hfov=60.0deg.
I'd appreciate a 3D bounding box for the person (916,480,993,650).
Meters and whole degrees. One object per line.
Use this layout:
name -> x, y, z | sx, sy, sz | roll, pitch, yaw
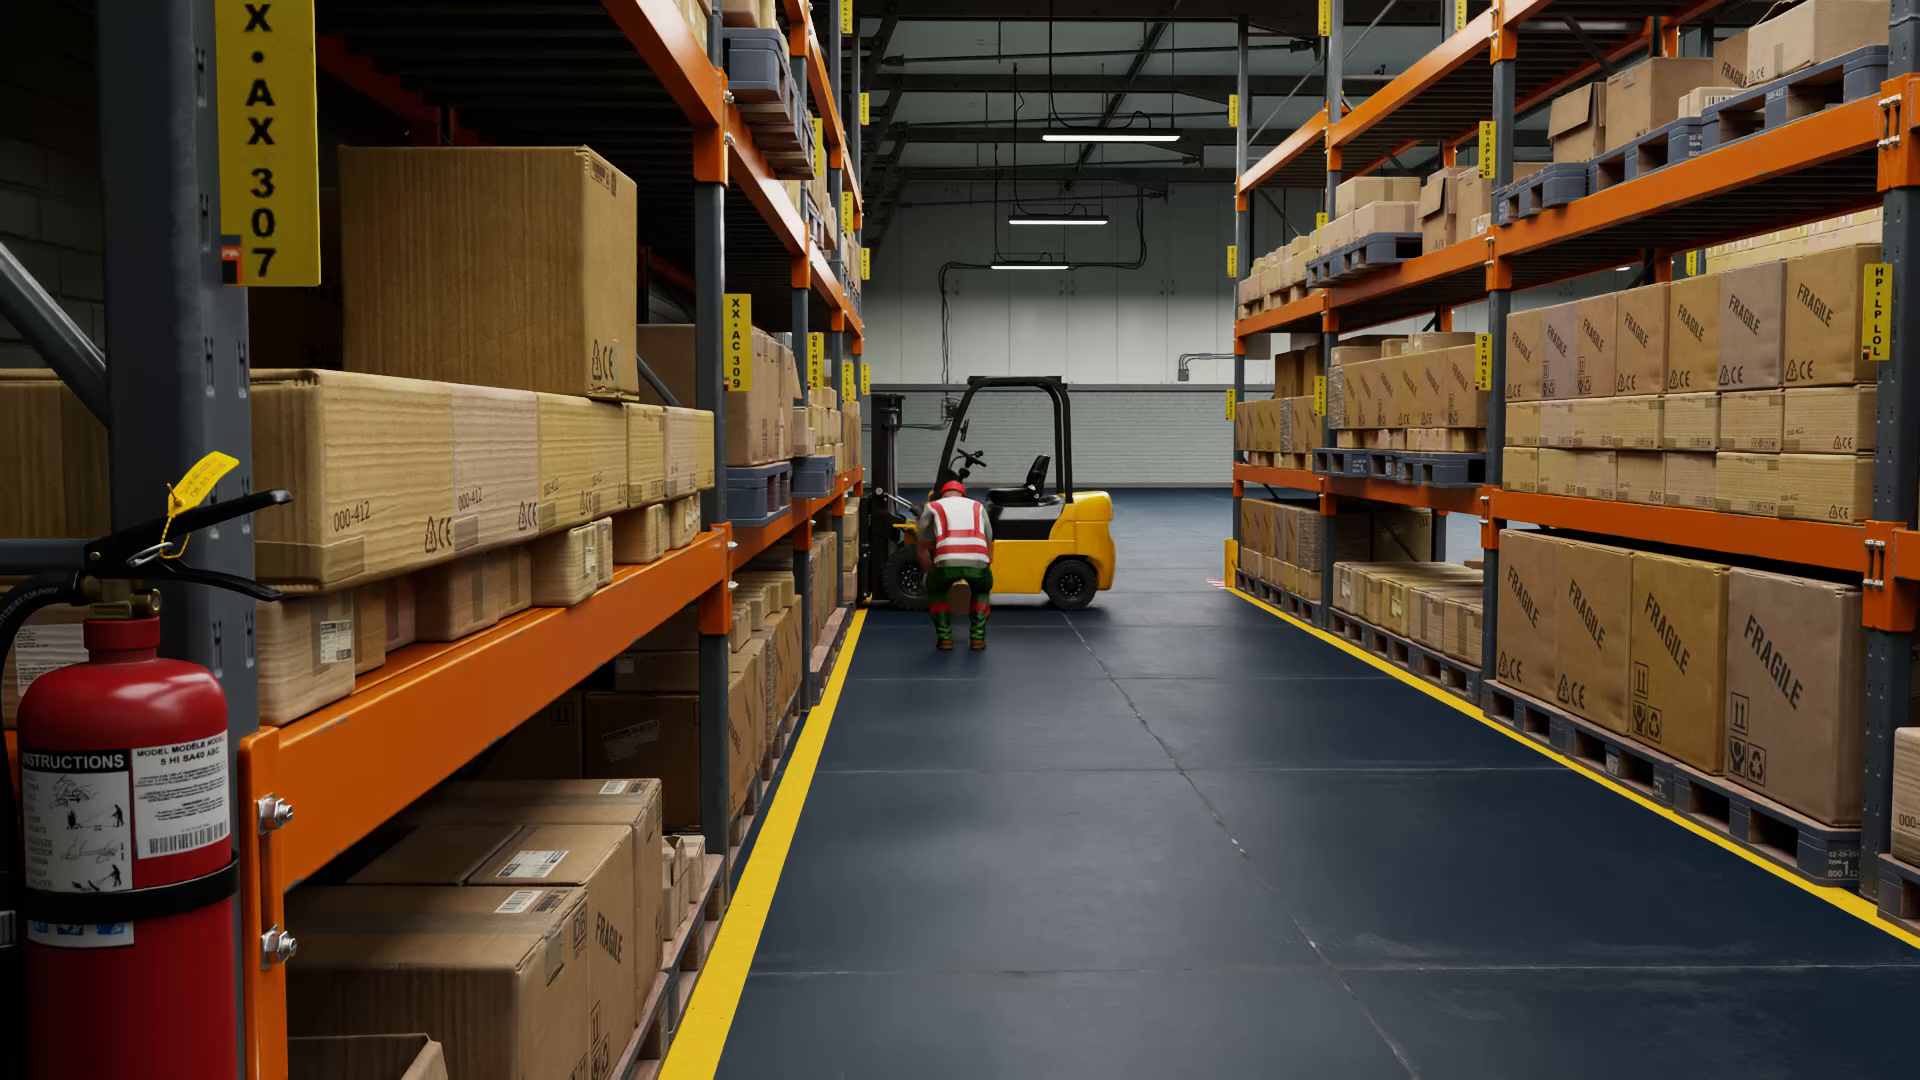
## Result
person -> -0.040, 0.185, 12.689 | 0.586, 1.267, 0.814 | 0, 4, -1
